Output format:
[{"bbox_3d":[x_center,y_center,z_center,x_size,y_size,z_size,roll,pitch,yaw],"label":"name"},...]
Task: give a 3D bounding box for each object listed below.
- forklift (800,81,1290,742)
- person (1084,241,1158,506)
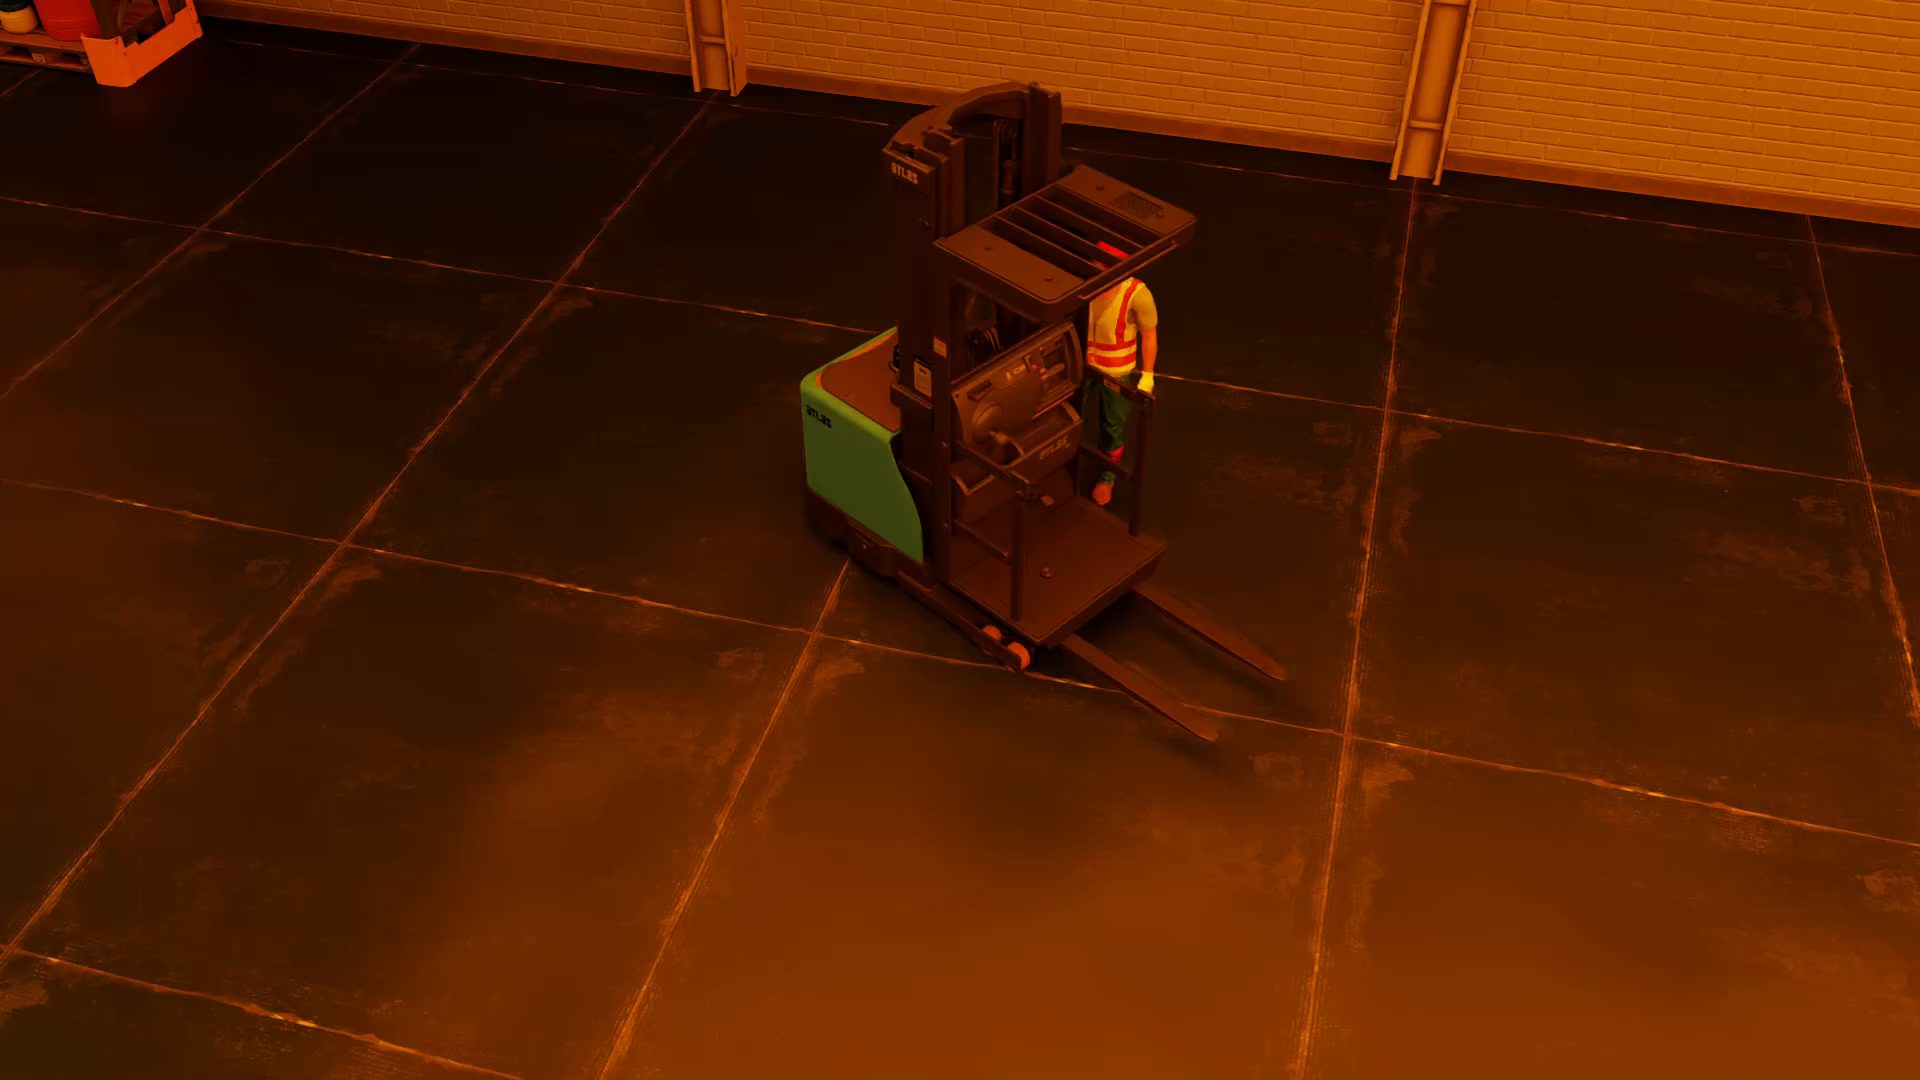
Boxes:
[{"bbox_3d":[0.464,-0.757,8.725,3.031,2.935,1.130,33,51,32],"label":"forklift"},{"bbox_3d":[0.818,-1.002,9.872,0.677,1.792,0.482,16,44,18],"label":"person"}]
